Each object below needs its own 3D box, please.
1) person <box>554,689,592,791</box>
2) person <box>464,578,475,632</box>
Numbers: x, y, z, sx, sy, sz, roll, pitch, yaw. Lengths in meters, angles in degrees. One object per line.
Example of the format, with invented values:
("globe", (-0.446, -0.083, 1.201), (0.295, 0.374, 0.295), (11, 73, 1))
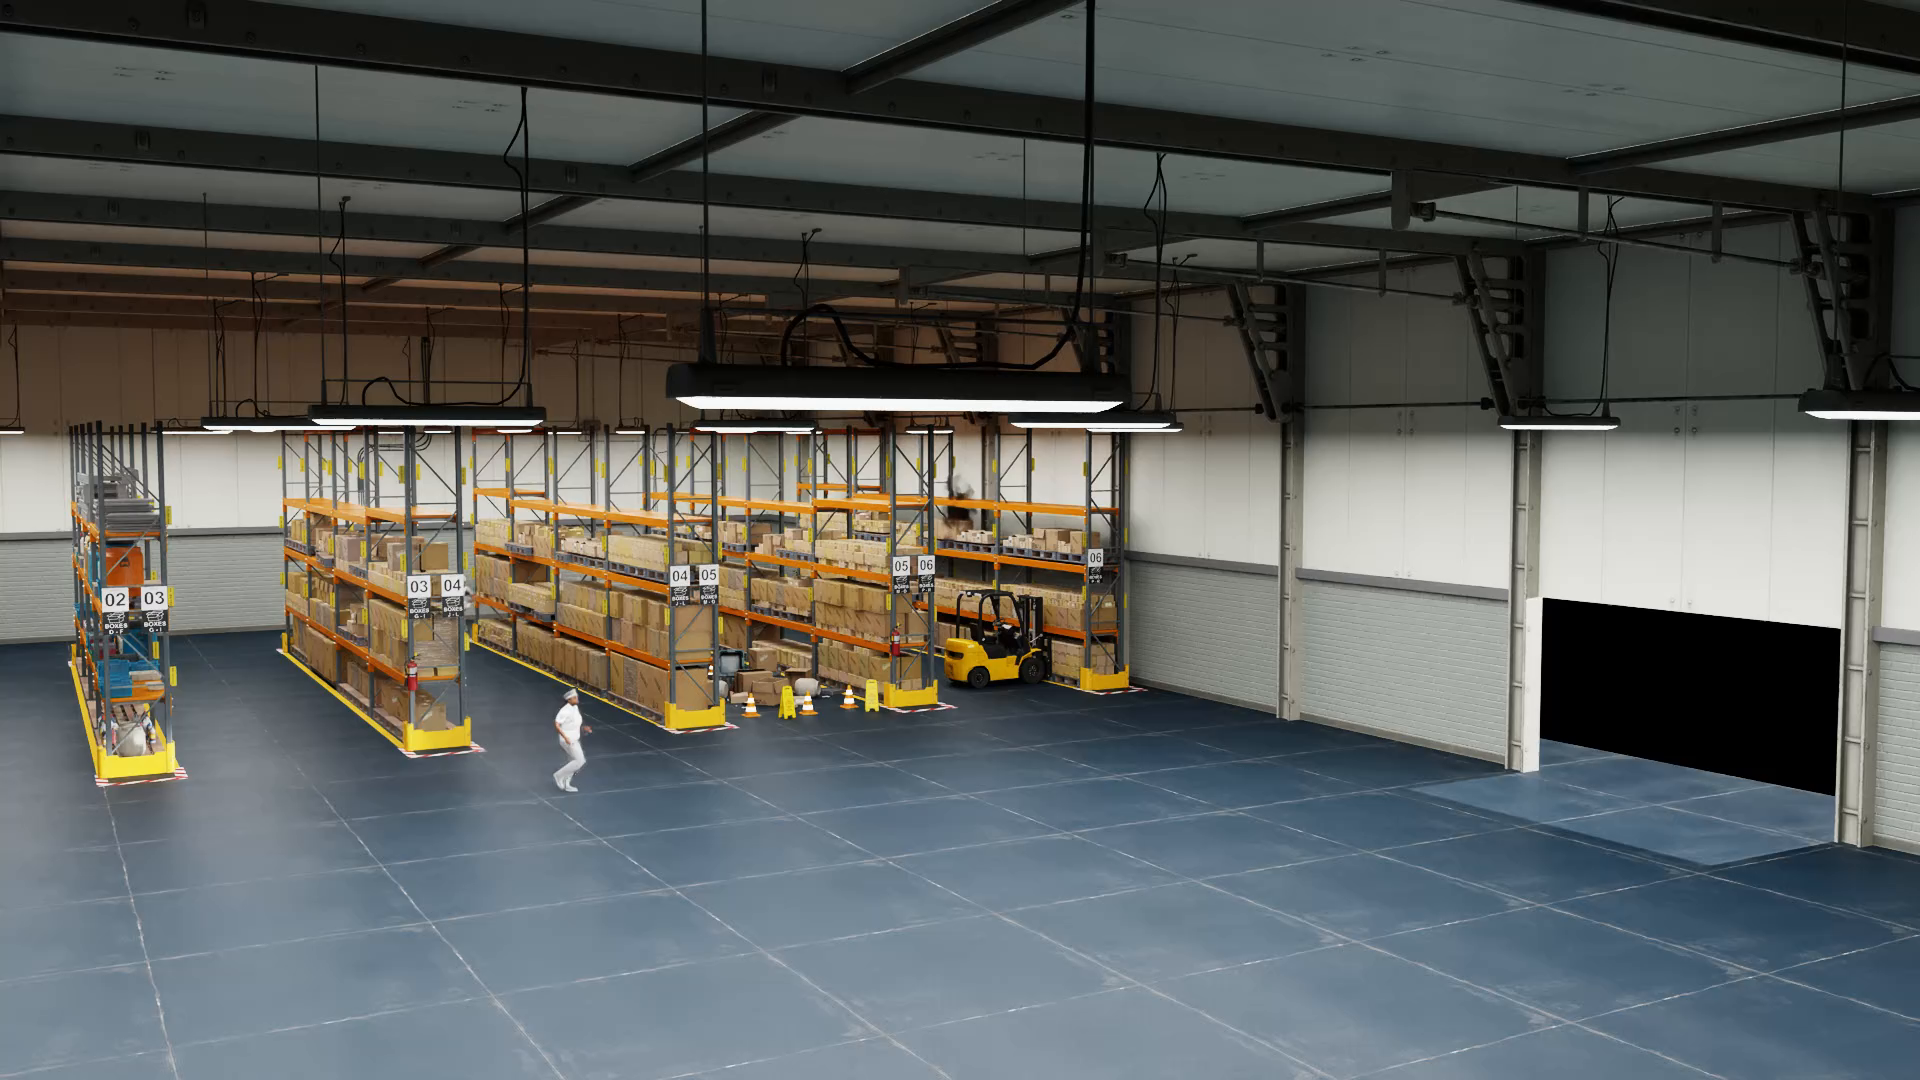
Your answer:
("person", (-6.258, 3.230, 26.908), (0.565, 1.669, 0.564), (0, 4, 3))
("person", (-14.217, 1.911, 47.244), (0.741, 1.758, 0.980), (2, 4, 35))
